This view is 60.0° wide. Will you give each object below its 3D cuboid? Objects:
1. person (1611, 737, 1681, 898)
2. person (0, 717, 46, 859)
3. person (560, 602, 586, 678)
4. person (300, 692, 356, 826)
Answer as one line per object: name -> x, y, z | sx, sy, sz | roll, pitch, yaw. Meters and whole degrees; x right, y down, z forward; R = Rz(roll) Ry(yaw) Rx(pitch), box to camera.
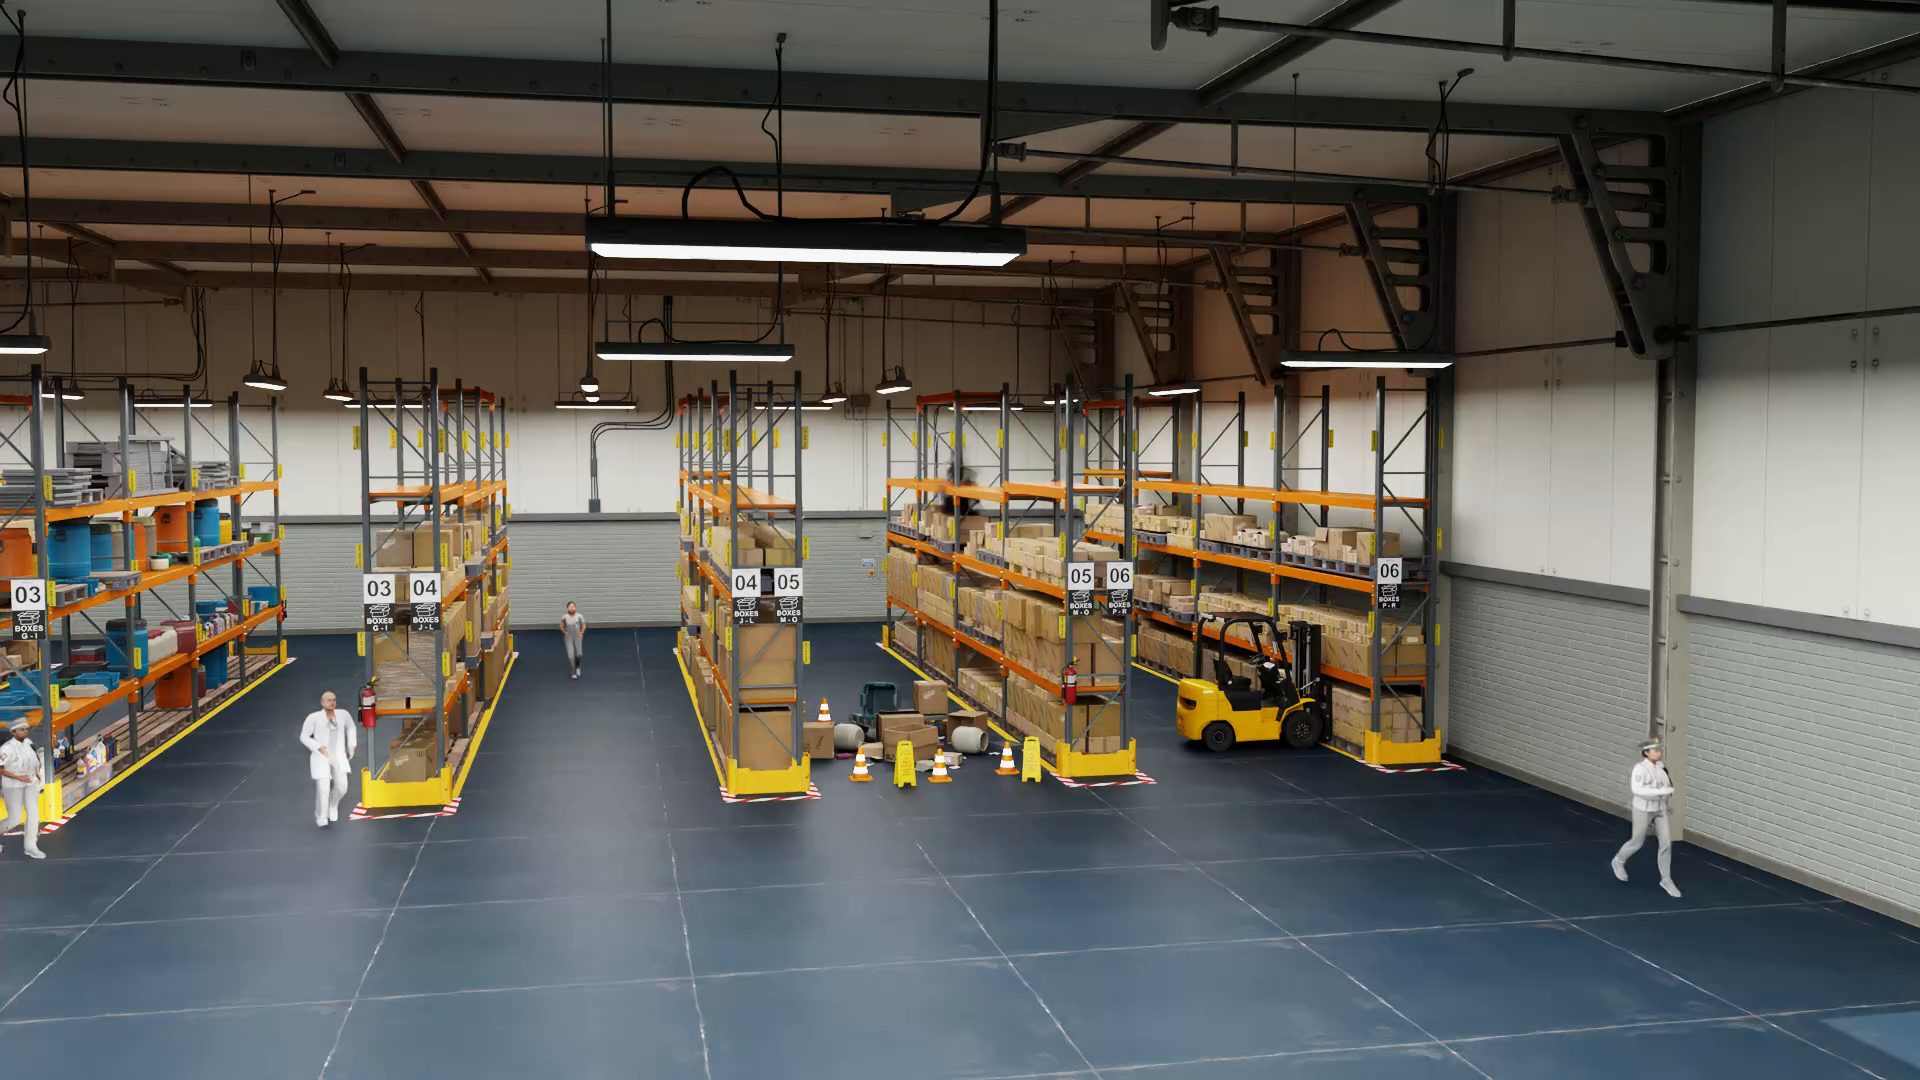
person -> 7.651, 3.034, 18.512 | 0.629, 1.722, 0.866 | -2, 4, -25
person -> -11.357, 2.976, 20.041 | 0.751, 1.705, 0.601 | 1, 4, 16
person -> -8.120, 2.103, 34.909 | 0.539, 1.626, 0.541 | -1, 4, -14
person -> -8.163, 2.845, 21.608 | 0.755, 1.743, 0.596 | -3, 4, -39
